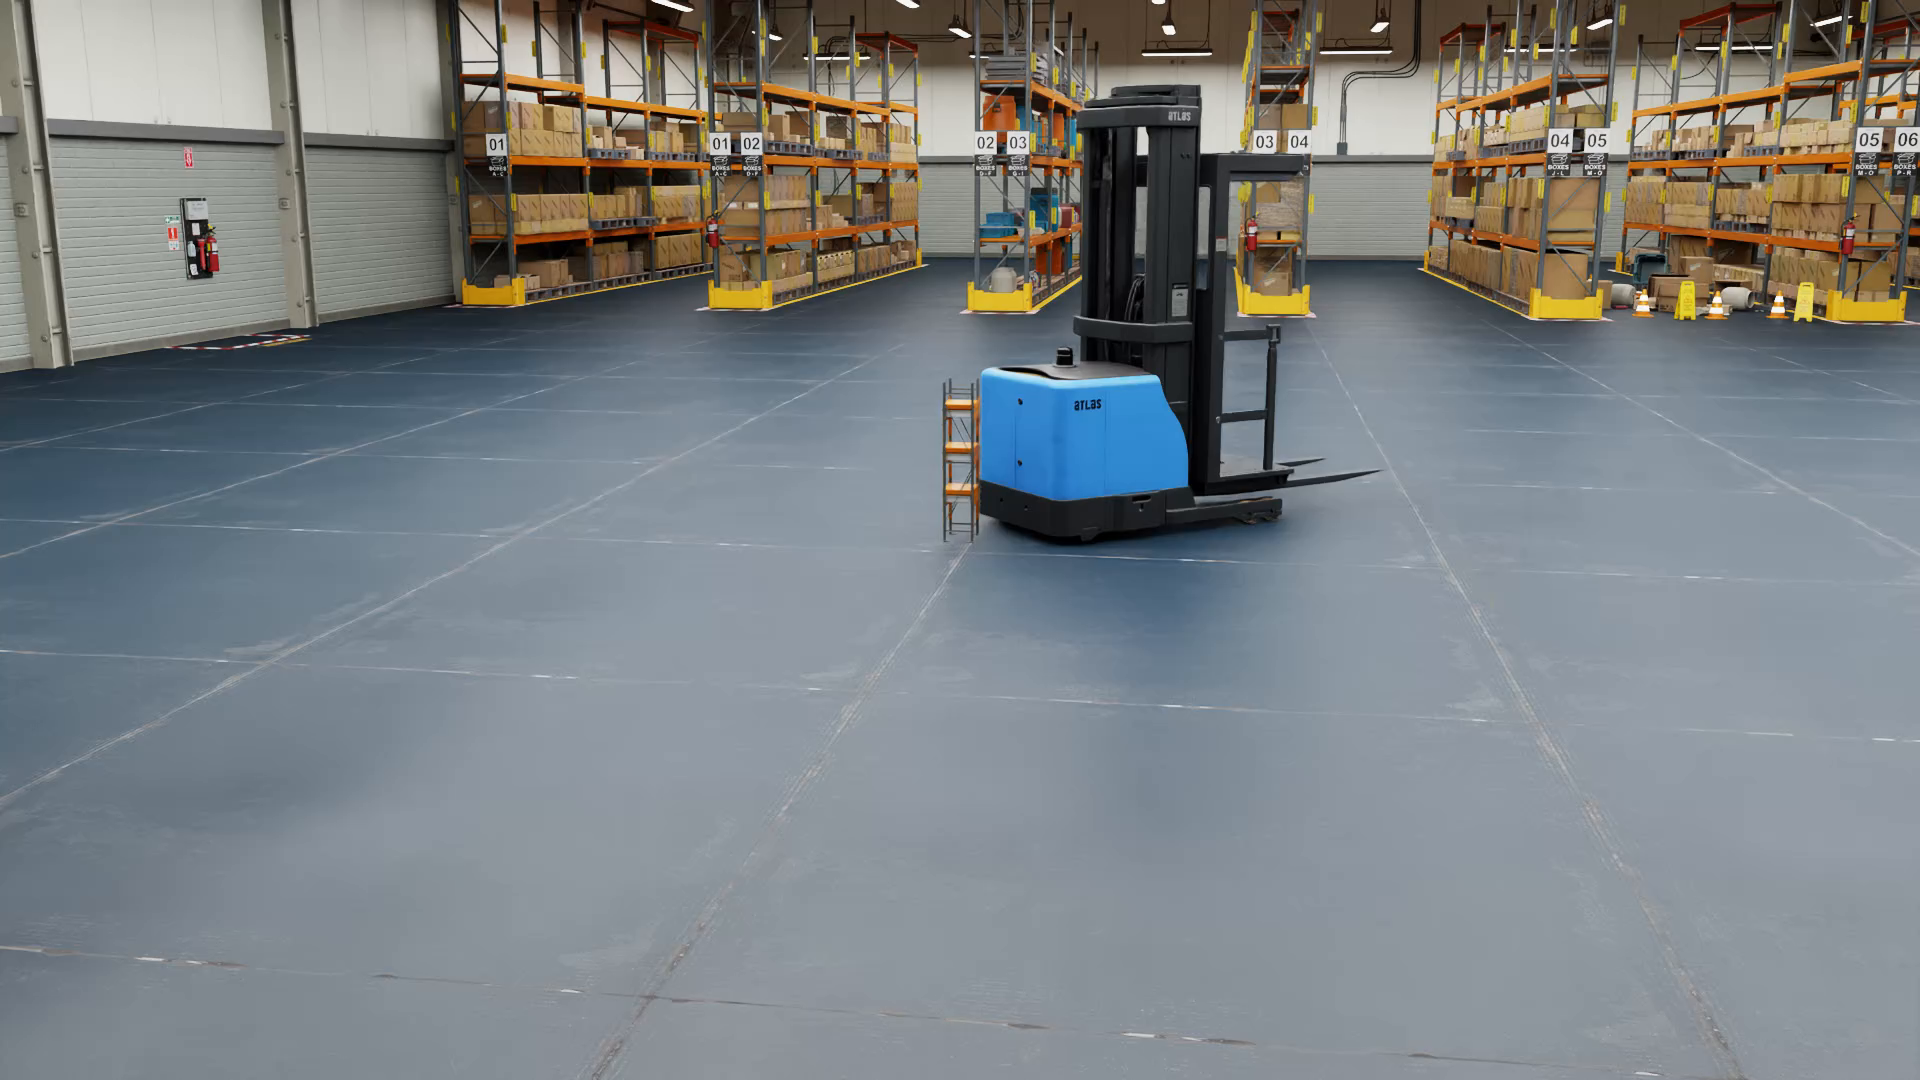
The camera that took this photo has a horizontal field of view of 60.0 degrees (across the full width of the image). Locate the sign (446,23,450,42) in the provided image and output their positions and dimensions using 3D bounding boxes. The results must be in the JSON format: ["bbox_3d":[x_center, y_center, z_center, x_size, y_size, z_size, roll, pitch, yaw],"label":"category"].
[{"bbox_3d":[-9.568,-9.501,31.126,0.100,0.325,0.005,2,12,9],"label":"sign"}]

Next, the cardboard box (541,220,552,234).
[{"bbox_3d":[-8.484,-6.254,33.202,0.500,0.250,0.500,2,12,8],"label":"cardboard box"}]

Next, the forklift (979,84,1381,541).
[{"bbox_3d":[1.658,-1.631,11.603,3.031,2.935,1.130,-7,14,-30],"label":"forklift"}]

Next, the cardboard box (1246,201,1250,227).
[{"bbox_3d":[6.034,-6.363,32.455,0.875,0.500,0.500,2,12,9],"label":"cardboard box"}]

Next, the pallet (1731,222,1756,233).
[{"bbox_3d":[16.419,-6.368,33.876,1.003,0.211,1.213,2,12,9],"label":"pallet"}]

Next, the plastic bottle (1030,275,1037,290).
[{"bbox_3d":[1.459,-5.123,33.066,0.152,0.276,0.135,2,12,10],"label":"plastic bottle"}]

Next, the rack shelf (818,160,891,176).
[{"bbox_3d":[-2.590,-9.049,40.448,1.077,0.370,4.000,2,12,9],"label":"rack shelf"}]

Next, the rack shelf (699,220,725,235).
[{"bbox_3d":[-6.870,-8.575,45.369,1.077,0.370,4.000,2,12,9],"label":"rack shelf"}]

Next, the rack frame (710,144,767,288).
[{"bbox_3d":[-4.127,-5.852,31.029,1.000,3.000,0.127,2,12,9],"label":"rack frame"}]

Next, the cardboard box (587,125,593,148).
[{"bbox_3d":[-8.244,-8.676,35.779,0.500,0.500,0.500,4,13,17],"label":"cardboard box"}]

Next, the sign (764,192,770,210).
[{"bbox_3d":[-3.580,-6.295,30.840,0.100,0.325,0.005,2,12,9],"label":"sign"}]

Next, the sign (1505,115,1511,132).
[{"bbox_3d":[10.623,-8.070,32.225,0.100,0.325,0.005,2,12,9],"label":"sign"}]

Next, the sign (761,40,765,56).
[{"bbox_3d":[-4.050,-10.128,34.224,0.100,0.325,0.005,2,12,9],"label":"sign"}]

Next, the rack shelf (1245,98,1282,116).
[{"bbox_3d":[7.198,-9.998,38.681,1.077,0.370,4.000,2,12,9],"label":"rack shelf"}]

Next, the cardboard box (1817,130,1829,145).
[{"bbox_3d":[15.419,-7.076,29.237,0.500,0.250,0.500,2,12,10],"label":"cardboard box"}]

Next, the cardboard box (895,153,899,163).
[{"bbox_3d":[-1.882,-9.941,43.235,0.500,0.250,0.500,2,12,9],"label":"cardboard box"}]

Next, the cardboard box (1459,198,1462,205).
[{"bbox_3d":[11.517,-7.667,37.636,0.380,0.149,0.250,2,12,10],"label":"cardboard box"}]

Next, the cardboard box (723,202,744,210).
[{"bbox_3d":[-4.257,-6.304,31.348,0.380,0.149,0.250,2,12,8],"label":"cardboard box"}]

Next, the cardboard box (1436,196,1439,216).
[{"bbox_3d":[12.520,-8.575,42.722,0.500,0.500,0.500,2,12,9],"label":"cardboard box"}]

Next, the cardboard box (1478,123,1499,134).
[{"bbox_3d":[11.582,-8.996,36.443,0.396,0.266,0.258,2,12,9],"label":"cardboard box"}]

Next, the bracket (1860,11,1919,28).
[{"bbox_3d":[23.310,-12.990,41.363,0.076,0.066,4.783,2,12,9],"label":"bracket"}]

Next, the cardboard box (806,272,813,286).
[{"bbox_3d":[-3.368,-5.443,34.657,0.500,0.250,0.500,2,12,9],"label":"cardboard box"}]

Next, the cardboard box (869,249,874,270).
[{"bbox_3d":[-2.388,-6.810,40.360,0.500,0.500,0.500,2,12,8],"label":"cardboard box"}]

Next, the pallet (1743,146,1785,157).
[{"bbox_3d":[16.424,-7.758,33.196,1.213,0.211,1.003,2,12,9],"label":"pallet"}]

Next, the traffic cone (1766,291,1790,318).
[{"bbox_3d":[14.244,-4.101,28.923,0.336,0.463,0.334,2,12,9],"label":"traffic cone"}]

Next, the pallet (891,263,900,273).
[{"bbox_3d":[-2.175,-7.130,43.577,1.003,0.211,1.213,2,12,9],"label":"pallet"}]

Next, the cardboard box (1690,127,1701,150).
[{"bbox_3d":[16.667,-8.972,37.149,0.500,0.500,0.500,2,12,9],"label":"cardboard box"}]

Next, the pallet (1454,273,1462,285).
[{"bbox_3d":[12.088,-6.067,38.644,1.003,0.211,1.213,2,12,9],"label":"pallet"}]

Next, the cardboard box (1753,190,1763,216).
[{"bbox_3d":[15.987,-6.649,32.784,0.500,0.500,0.500,2,12,9],"label":"cardboard box"}]

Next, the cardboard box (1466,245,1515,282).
[{"bbox_3d":[11.594,-5.996,36.038,1.050,0.750,0.750,2,12,8],"label":"cardboard box"}]

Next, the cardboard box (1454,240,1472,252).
[{"bbox_3d":[11.937,-6.941,39.235,0.500,0.250,0.500,2,12,10],"label":"cardboard box"}]

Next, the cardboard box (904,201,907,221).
[{"bbox_3d":[-1.703,-8.813,44.530,0.500,0.500,0.500,2,12,8],"label":"cardboard box"}]

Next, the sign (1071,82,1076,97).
[{"bbox_3d":[2.541,-10.115,37.334,0.100,0.325,0.005,2,12,9],"label":"sign"}]

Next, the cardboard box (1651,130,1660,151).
[{"bbox_3d":[17.455,-9.895,41.195,0.500,0.500,0.500,2,12,10],"label":"cardboard box"}]

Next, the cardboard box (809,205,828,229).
[{"bbox_3d":[-3.220,-7.107,36.614,0.500,0.500,0.500,2,12,9],"label":"cardboard box"}]

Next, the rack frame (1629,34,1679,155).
[{"bbox_3d":[17.913,-11.473,42.869,1.000,3.000,0.127,2,12,9],"label":"rack frame"}]

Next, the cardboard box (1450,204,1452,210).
[{"bbox_3d":[11.760,-7.846,39.172,0.380,0.149,0.250,1,12,6],"label":"cardboard box"}]

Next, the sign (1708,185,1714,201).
[{"bbox_3d":[16.134,-7.458,35.732,0.100,0.325,0.005,2,12,9],"label":"sign"}]

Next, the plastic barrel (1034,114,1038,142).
[{"bbox_3d":[1.346,-8.484,34.931,0.600,0.901,0.600,0,12,0],"label":"plastic barrel"}]

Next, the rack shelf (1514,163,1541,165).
[{"bbox_3d":[11.469,-7.808,34.228,0.919,0.124,3.809,2,12,9],"label":"rack shelf"}]

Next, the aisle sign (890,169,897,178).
[{"bbox_3d":[-1.946,-10.478,46.320,0.394,0.787,0.004,2,12,9],"label":"aisle sign"}]

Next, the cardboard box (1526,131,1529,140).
[{"bbox_3d":[10.497,-7.344,30.194,0.380,0.149,0.250,2,12,9],"label":"cardboard box"}]

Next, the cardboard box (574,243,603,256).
[{"bbox_3d":[-8.247,-6.450,36.911,0.500,0.250,0.500,2,12,7],"label":"cardboard box"}]

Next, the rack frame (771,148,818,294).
[{"bbox_3d":[-3.512,-6.685,34.893,1.000,3.000,0.127,2,12,9],"label":"rack frame"}]

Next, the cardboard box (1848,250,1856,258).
[{"bbox_3d":[22.281,-6.956,41.085,0.500,0.500,0.500,2,12,10],"label":"cardboard box"}]

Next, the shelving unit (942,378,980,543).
[{"bbox_3d":[0.008,-0.524,10.934,0.215,1.050,0.252,2,12,9],"label":"shelving unit"}]

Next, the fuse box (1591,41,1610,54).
[{"bbox_3d":[18.503,-14.214,47.994,0.513,0.334,0.176,2,12,9],"label":"fuse box"}]

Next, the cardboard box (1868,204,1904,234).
[{"bbox_3d":[15.799,-5.493,28.420,0.500,0.500,0.500,2,12,8],"label":"cardboard box"}]

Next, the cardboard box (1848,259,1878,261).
[{"bbox_3d":[15.929,-4.710,29.479,0.500,0.500,0.500,1,12,7],"label":"cardboard box"}]

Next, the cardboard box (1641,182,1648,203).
[{"bbox_3d":[17.338,-8.668,41.484,0.500,0.500,0.500,2,12,9],"label":"cardboard box"}]

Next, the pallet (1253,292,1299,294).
[{"bbox_3d":[6.022,-4.604,31.858,1.003,0.211,1.213,2,12,9],"label":"pallet"}]

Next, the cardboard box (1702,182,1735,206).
[{"bbox_3d":[16.504,-7.529,36.197,0.500,0.500,0.500,2,12,7],"label":"cardboard box"}]

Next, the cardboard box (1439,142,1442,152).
[{"bbox_3d":[12.514,-10.020,42.419,0.500,0.250,0.500,2,12,9],"label":"cardboard box"}]

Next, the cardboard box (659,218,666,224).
[{"bbox_3d":[-7.341,-7.730,40.291,0.380,0.149,0.250,2,12,10],"label":"cardboard box"}]

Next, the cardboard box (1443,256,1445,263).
[{"bbox_3d":[12.155,-6.936,41.124,0.380,0.149,0.250,1,12,6],"label":"cardboard box"}]

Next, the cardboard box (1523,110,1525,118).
[{"bbox_3d":[10.575,-7.839,30.598,0.380,0.149,0.250,2,12,9],"label":"cardboard box"}]

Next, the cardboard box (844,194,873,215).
[{"bbox_3d":[-2.493,-8.235,40.850,0.700,0.500,0.500,-1,12,-6],"label":"cardboard box"}]
